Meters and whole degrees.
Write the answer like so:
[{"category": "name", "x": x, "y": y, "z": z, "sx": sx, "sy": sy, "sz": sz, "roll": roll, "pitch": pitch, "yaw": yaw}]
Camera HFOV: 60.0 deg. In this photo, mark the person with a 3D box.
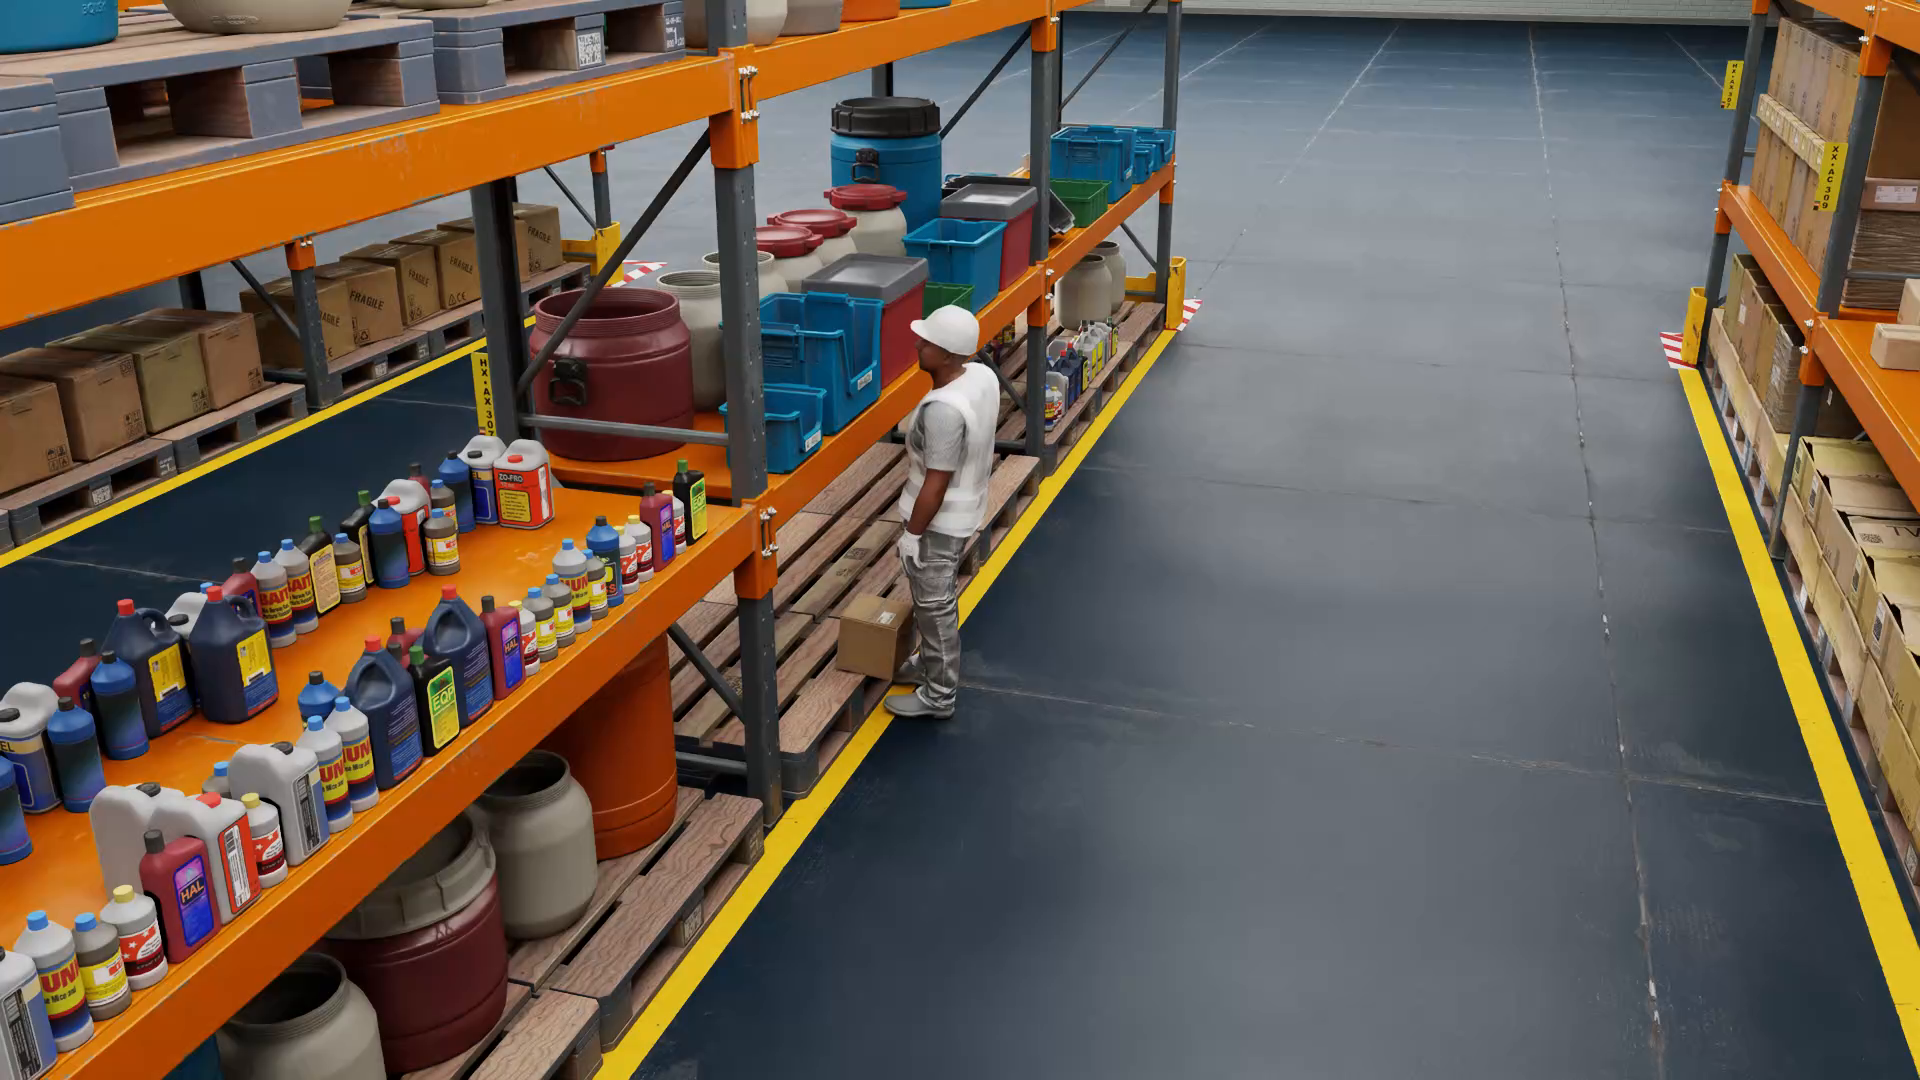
[{"category": "person", "x": -0.148, "y": -0.103, "z": 6.796, "sx": 0.575, "sy": 1.784, "sz": 0.656, "roll": 6, "pitch": 23, "yaw": 15}]
